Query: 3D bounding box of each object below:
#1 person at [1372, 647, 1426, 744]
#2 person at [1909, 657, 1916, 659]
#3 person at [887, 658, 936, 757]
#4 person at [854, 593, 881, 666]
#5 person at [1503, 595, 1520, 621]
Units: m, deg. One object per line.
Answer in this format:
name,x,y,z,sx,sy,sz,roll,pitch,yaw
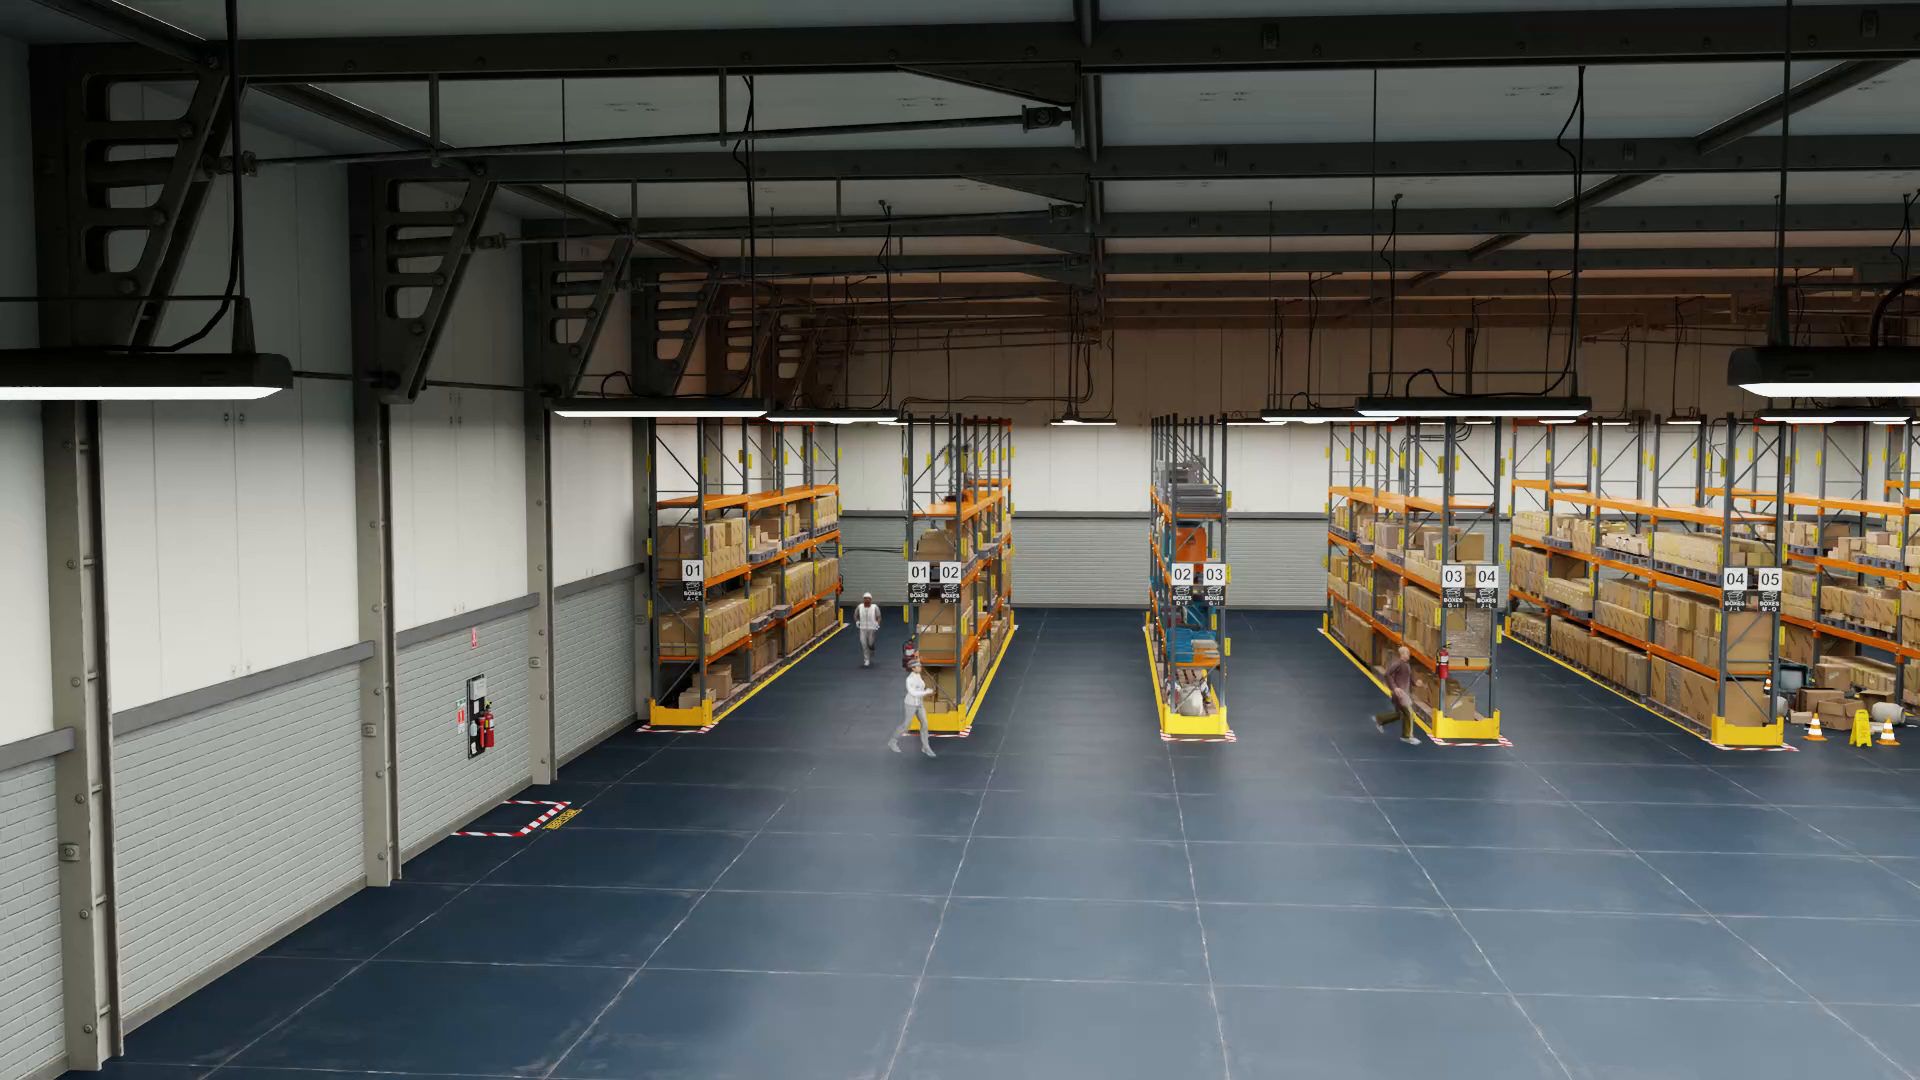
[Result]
person,7.960,2.811,30.348,0.957,1.762,0.691,3,5,34
person,22.179,2.295,38.503,0.584,1.648,0.690,0,4,-1
person,-0.840,2.910,28.994,0.883,1.715,0.589,2,4,23
person,-2.247,2.151,40.284,0.682,1.748,0.699,0,4,2
person,15.718,1.800,47.266,0.509,1.489,0.601,1,4,10
